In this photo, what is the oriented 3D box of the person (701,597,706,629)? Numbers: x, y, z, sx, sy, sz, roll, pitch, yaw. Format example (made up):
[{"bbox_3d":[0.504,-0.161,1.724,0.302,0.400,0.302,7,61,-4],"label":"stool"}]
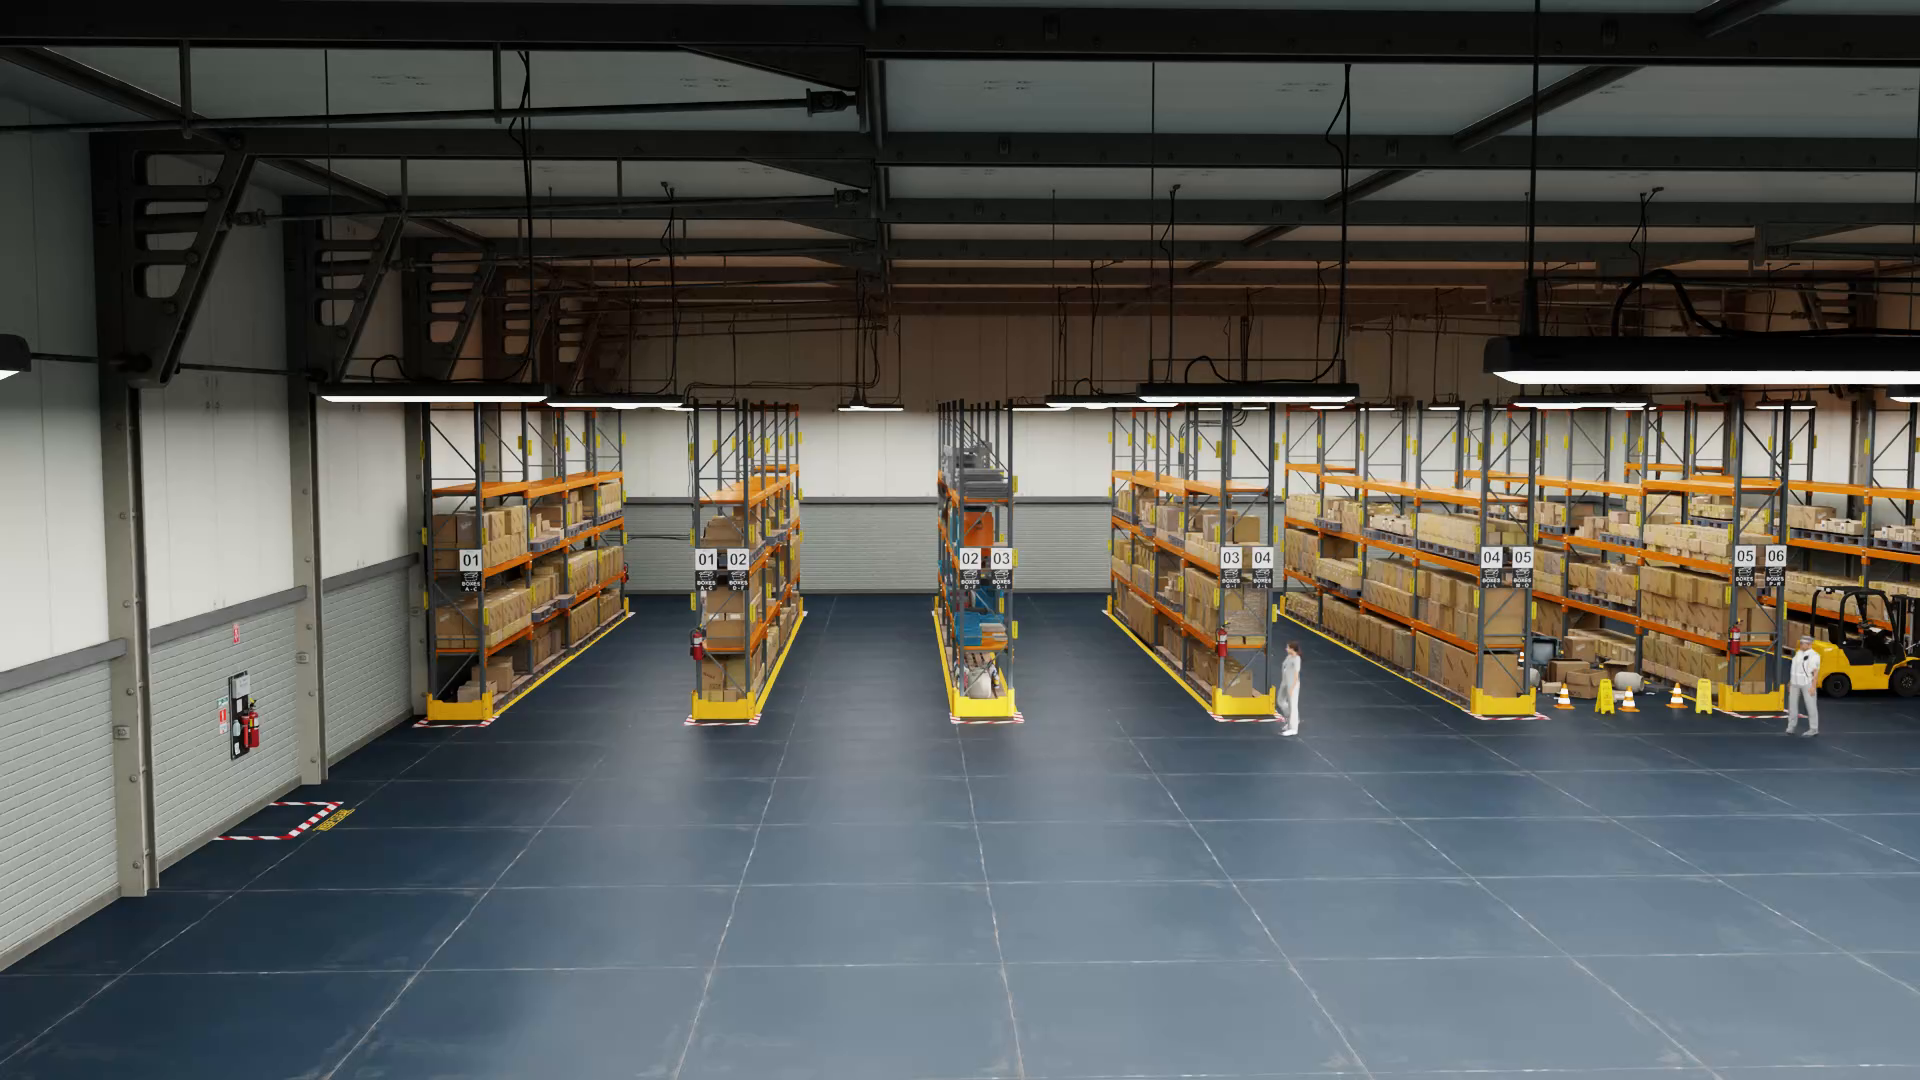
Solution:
[{"bbox_3d":[-6.597,1.501,43.952,0.624,1.774,0.579,1,4,8],"label":"person"}]

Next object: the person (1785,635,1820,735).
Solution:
[{"bbox_3d":[15.068,2.582,29.751,0.471,1.758,0.581,-3,5,-34],"label":"person"}]

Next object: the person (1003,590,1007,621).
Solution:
[{"bbox_3d":[1.088,1.419,45.919,0.326,1.654,0.520,4,6,43],"label":"person"}]

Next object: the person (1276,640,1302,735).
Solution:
[{"bbox_3d":[5.890,2.603,29.759,0.466,1.644,0.563,-2,5,-21],"label":"person"}]
